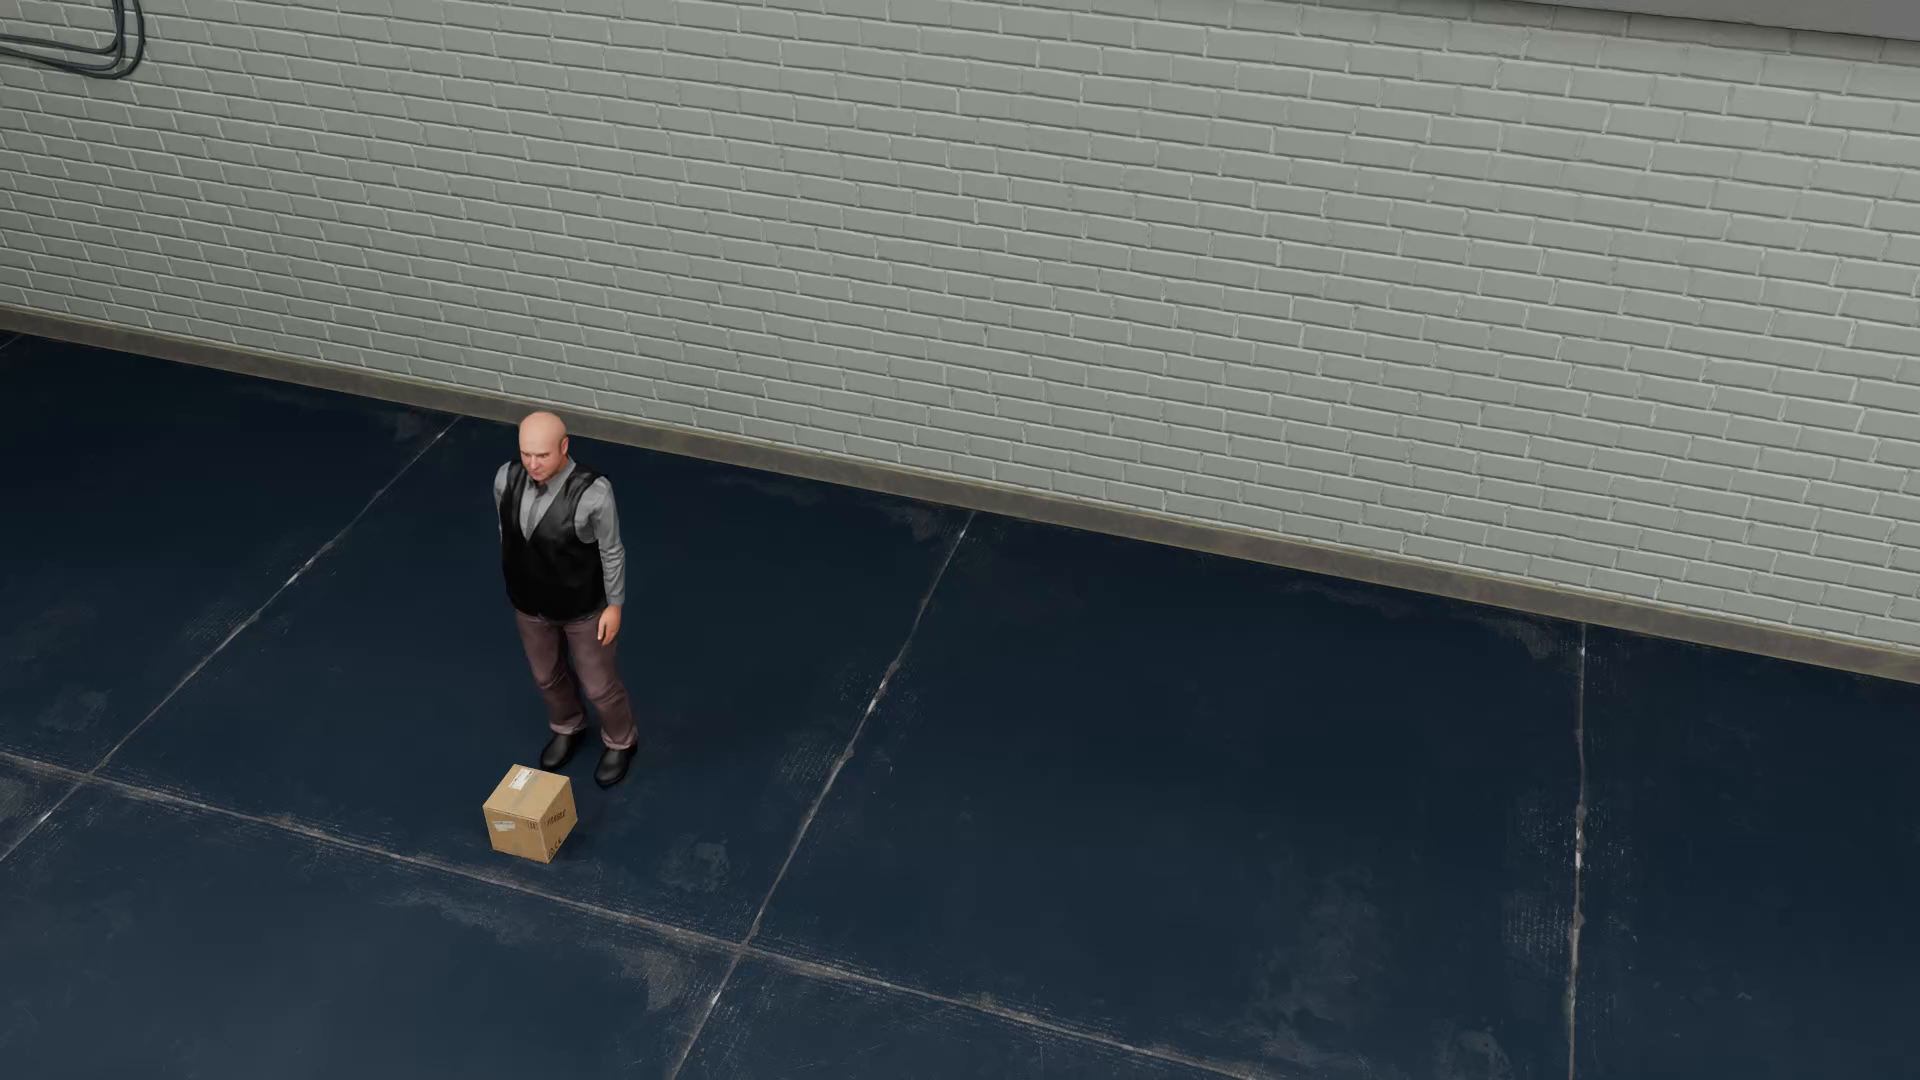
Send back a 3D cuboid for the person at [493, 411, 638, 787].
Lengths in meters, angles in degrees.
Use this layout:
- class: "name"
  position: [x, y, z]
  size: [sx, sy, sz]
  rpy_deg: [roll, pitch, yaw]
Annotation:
- class: "person"
  position: [-1.555, 0.241, 6.596]
  size: [0.533, 1.716, 0.359]
  rpy_deg: [11, 38, 15]
